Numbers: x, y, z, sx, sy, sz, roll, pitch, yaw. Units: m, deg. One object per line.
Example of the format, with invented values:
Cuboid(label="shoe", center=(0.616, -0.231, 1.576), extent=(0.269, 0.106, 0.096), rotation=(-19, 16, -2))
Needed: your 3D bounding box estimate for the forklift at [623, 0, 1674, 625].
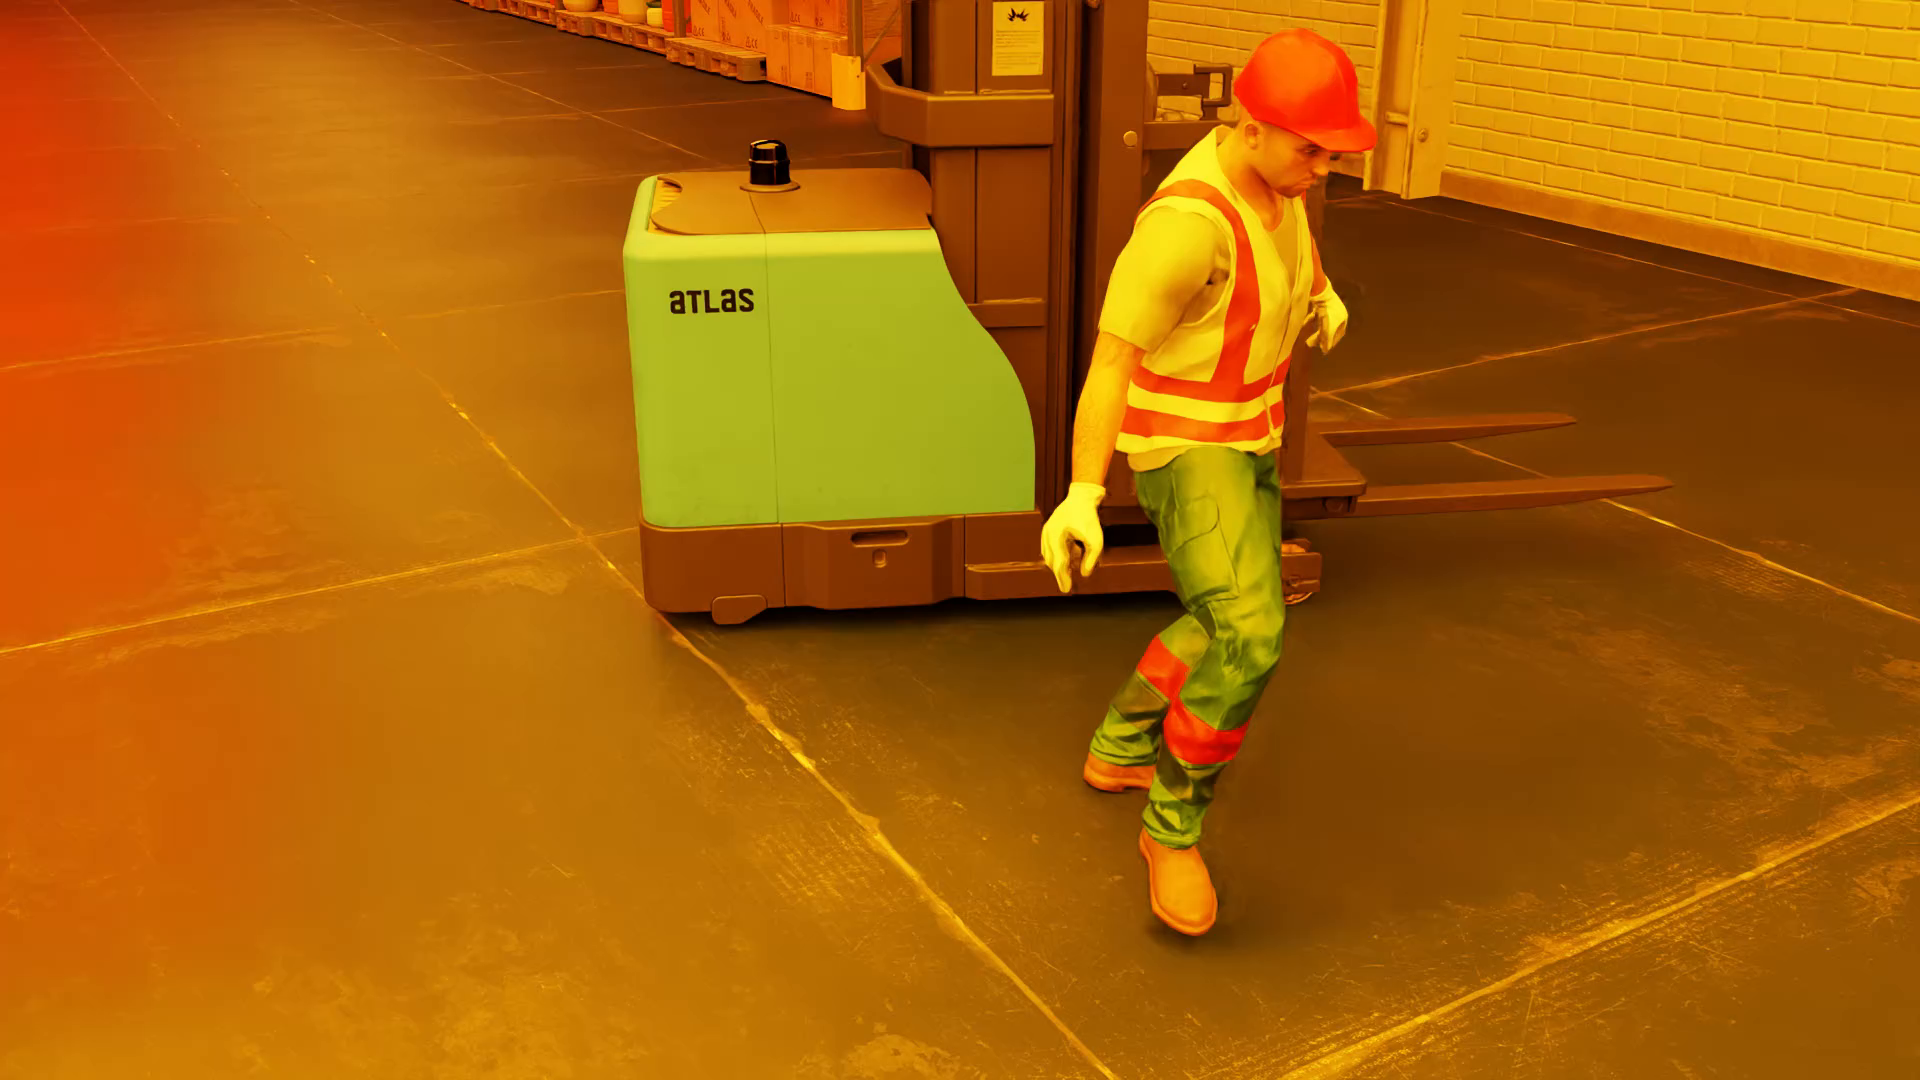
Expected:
Cuboid(label="forklift", center=(0.583, -1.362, 4.593), extent=(3.031, 2.935, 1.130), rotation=(-3, 22, -7))

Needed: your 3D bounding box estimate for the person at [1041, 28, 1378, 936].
Cuboid(label="person", center=(0.553, -0.178, 3.407), extent=(0.560, 1.704, 1.145), rotation=(12, 25, 27))
